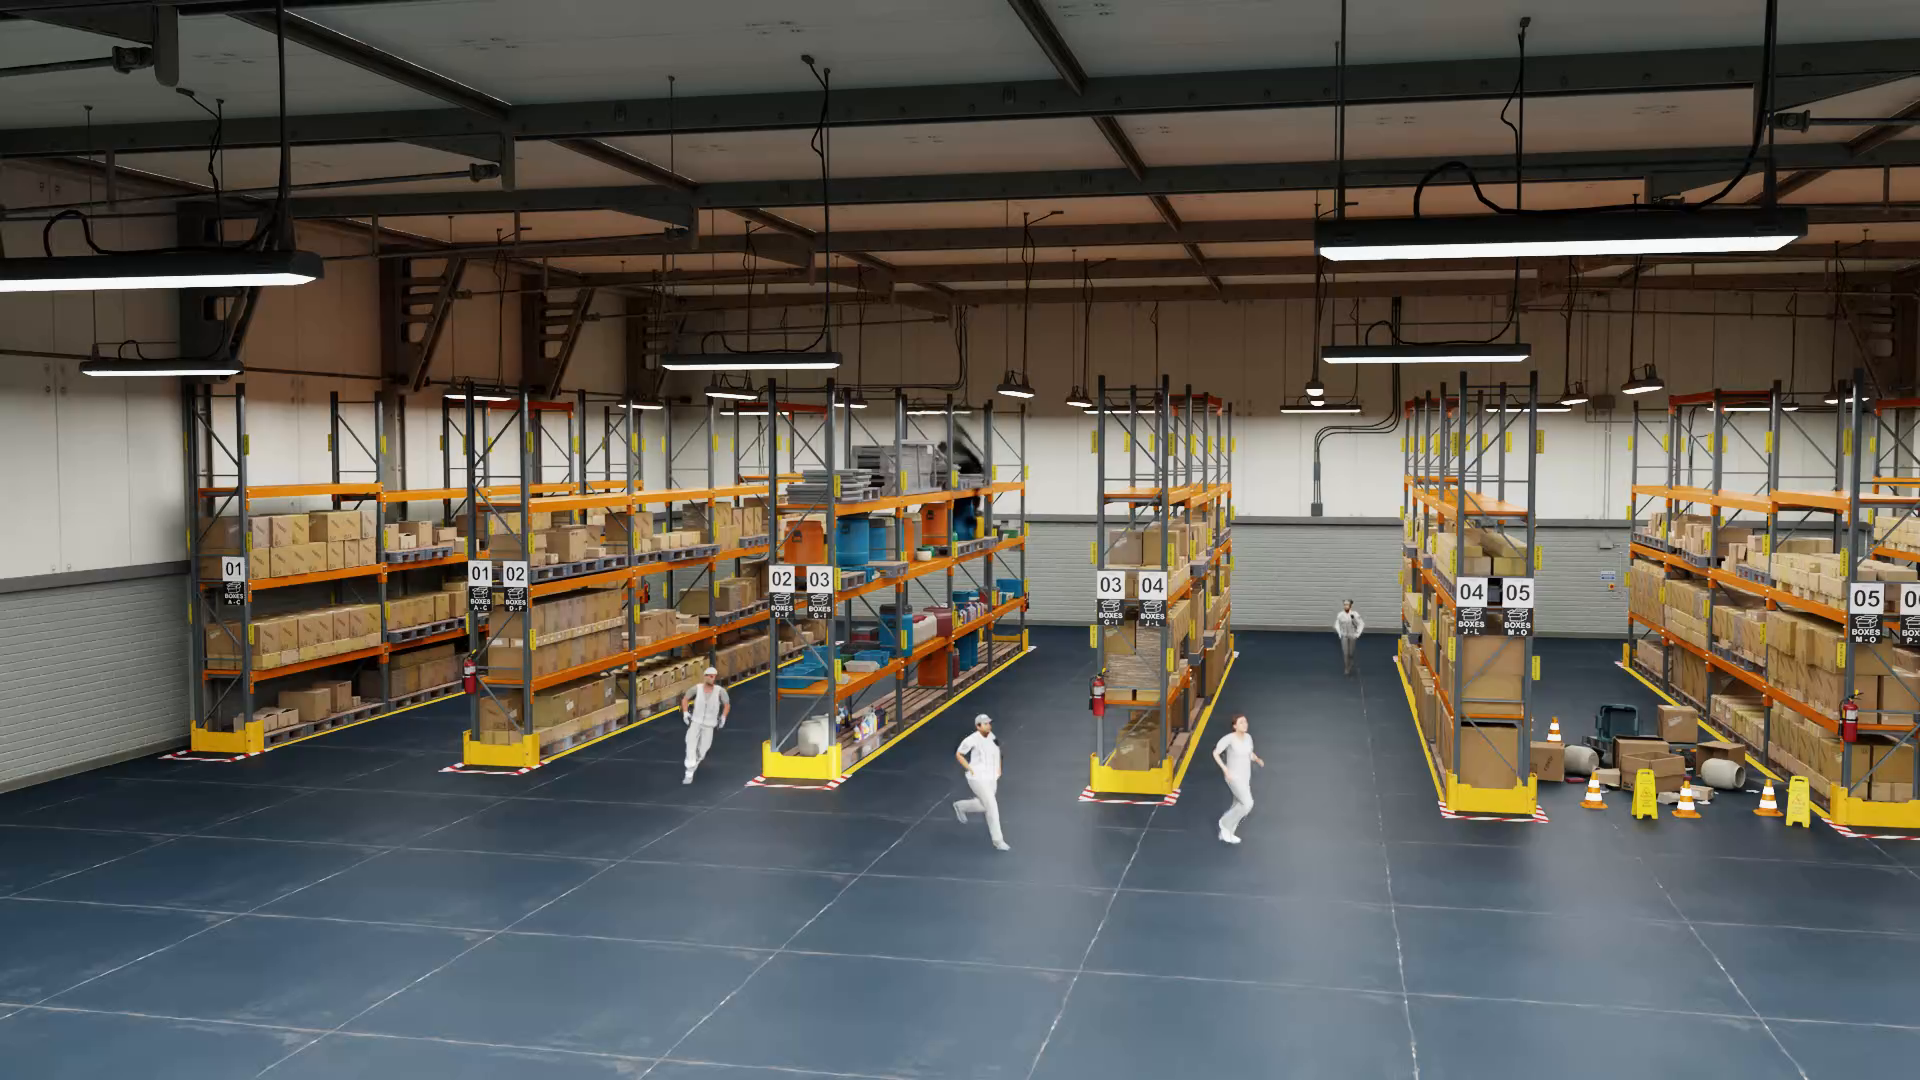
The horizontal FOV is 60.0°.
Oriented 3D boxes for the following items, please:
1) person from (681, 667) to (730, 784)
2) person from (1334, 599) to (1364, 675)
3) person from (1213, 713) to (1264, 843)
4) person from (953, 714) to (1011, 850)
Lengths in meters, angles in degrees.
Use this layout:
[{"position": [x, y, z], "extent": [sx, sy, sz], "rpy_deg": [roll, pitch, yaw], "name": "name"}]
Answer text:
[{"position": [-3.801, 2.744, 24.857], "extent": [0.720, 1.722, 0.665], "rpy_deg": [0, 3, -8], "name": "person"}, {"position": [8.496, 2.102, 36.330], "extent": [0.627, 1.669, 0.588], "rpy_deg": [1, 4, 21], "name": "person"}, {"position": [3.516, 3.106, 20.820], "extent": [0.548, 1.393, 0.592], "rpy_deg": [-3, 4, -39], "name": "person"}, {"position": [0.270, 3.019, 20.904], "extent": [1.024, 1.651, 0.583], "rpy_deg": [3, 4, 39], "name": "person"}]
